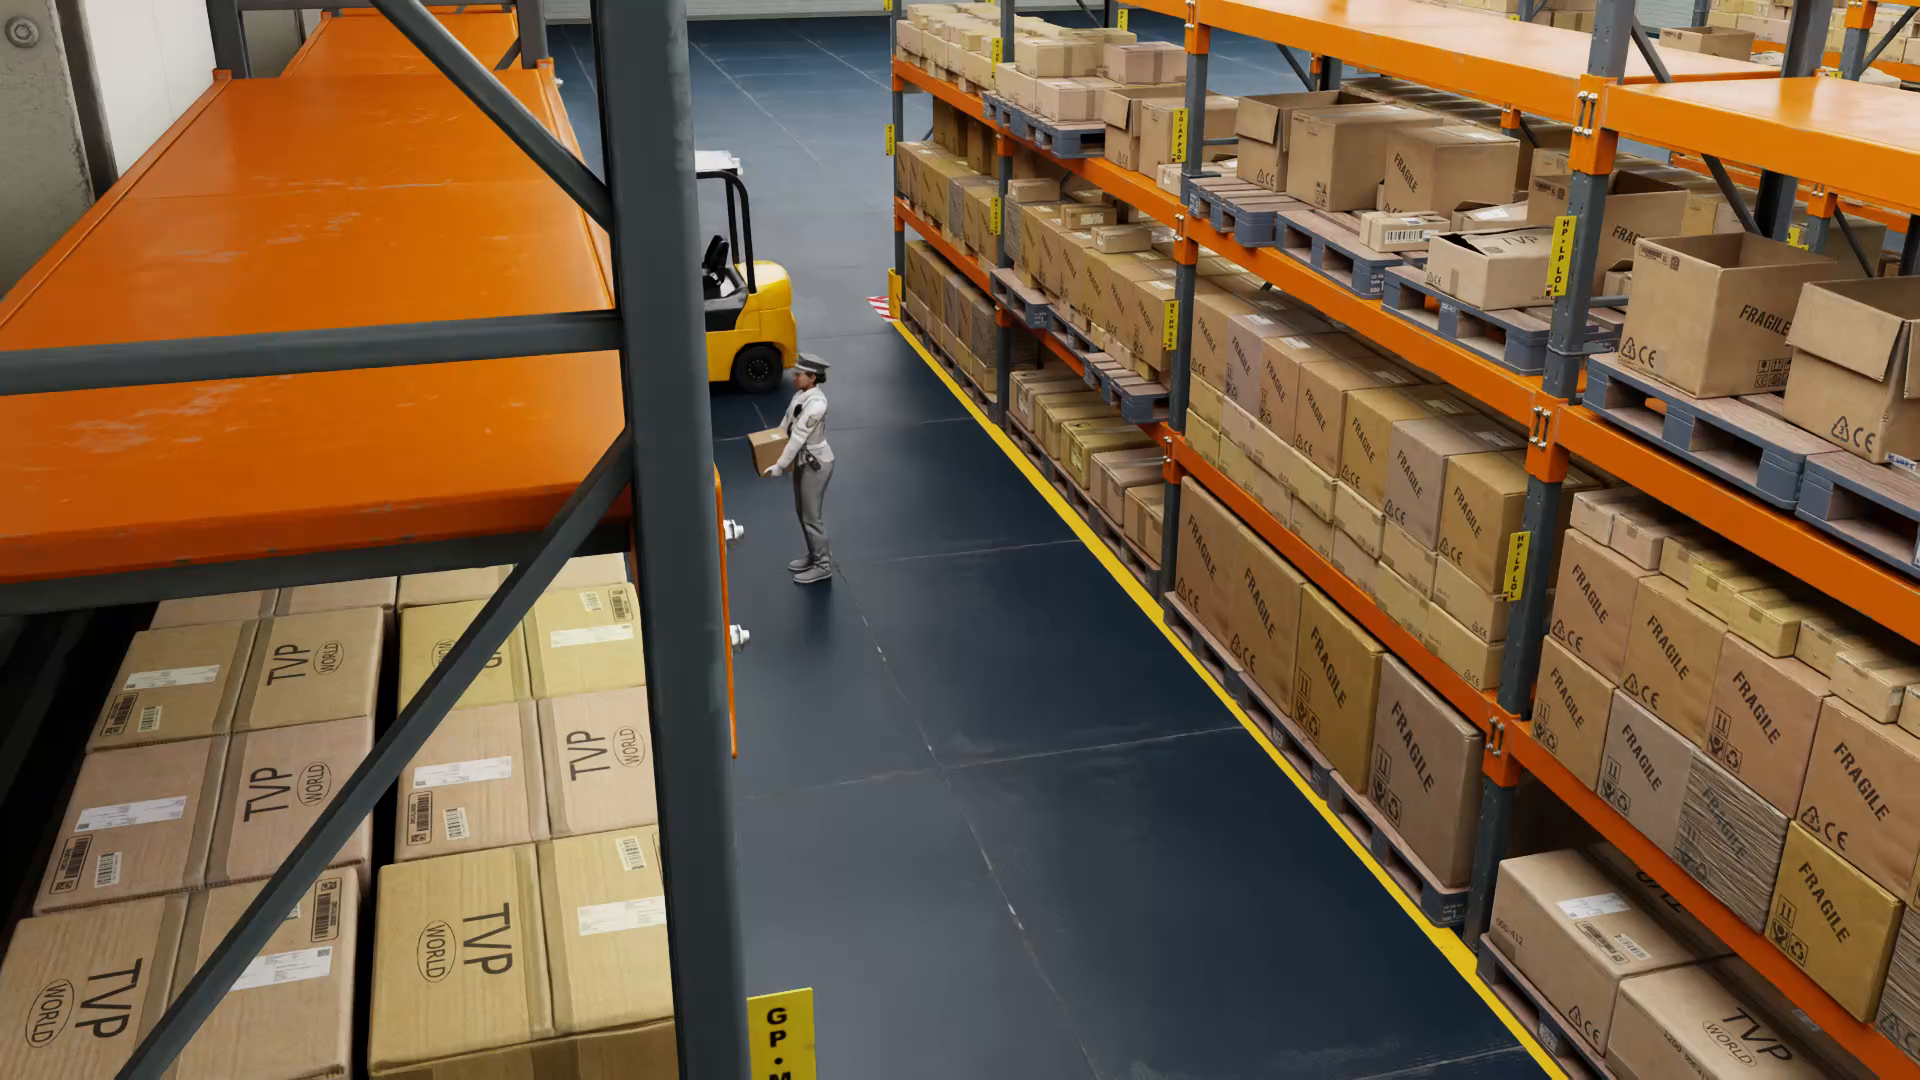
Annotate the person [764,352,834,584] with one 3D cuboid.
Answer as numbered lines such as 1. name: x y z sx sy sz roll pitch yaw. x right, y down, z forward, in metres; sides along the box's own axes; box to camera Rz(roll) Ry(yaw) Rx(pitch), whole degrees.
1. person: -1.157 -0.518 11.831 0.523 1.691 0.416 -7 24 -15
